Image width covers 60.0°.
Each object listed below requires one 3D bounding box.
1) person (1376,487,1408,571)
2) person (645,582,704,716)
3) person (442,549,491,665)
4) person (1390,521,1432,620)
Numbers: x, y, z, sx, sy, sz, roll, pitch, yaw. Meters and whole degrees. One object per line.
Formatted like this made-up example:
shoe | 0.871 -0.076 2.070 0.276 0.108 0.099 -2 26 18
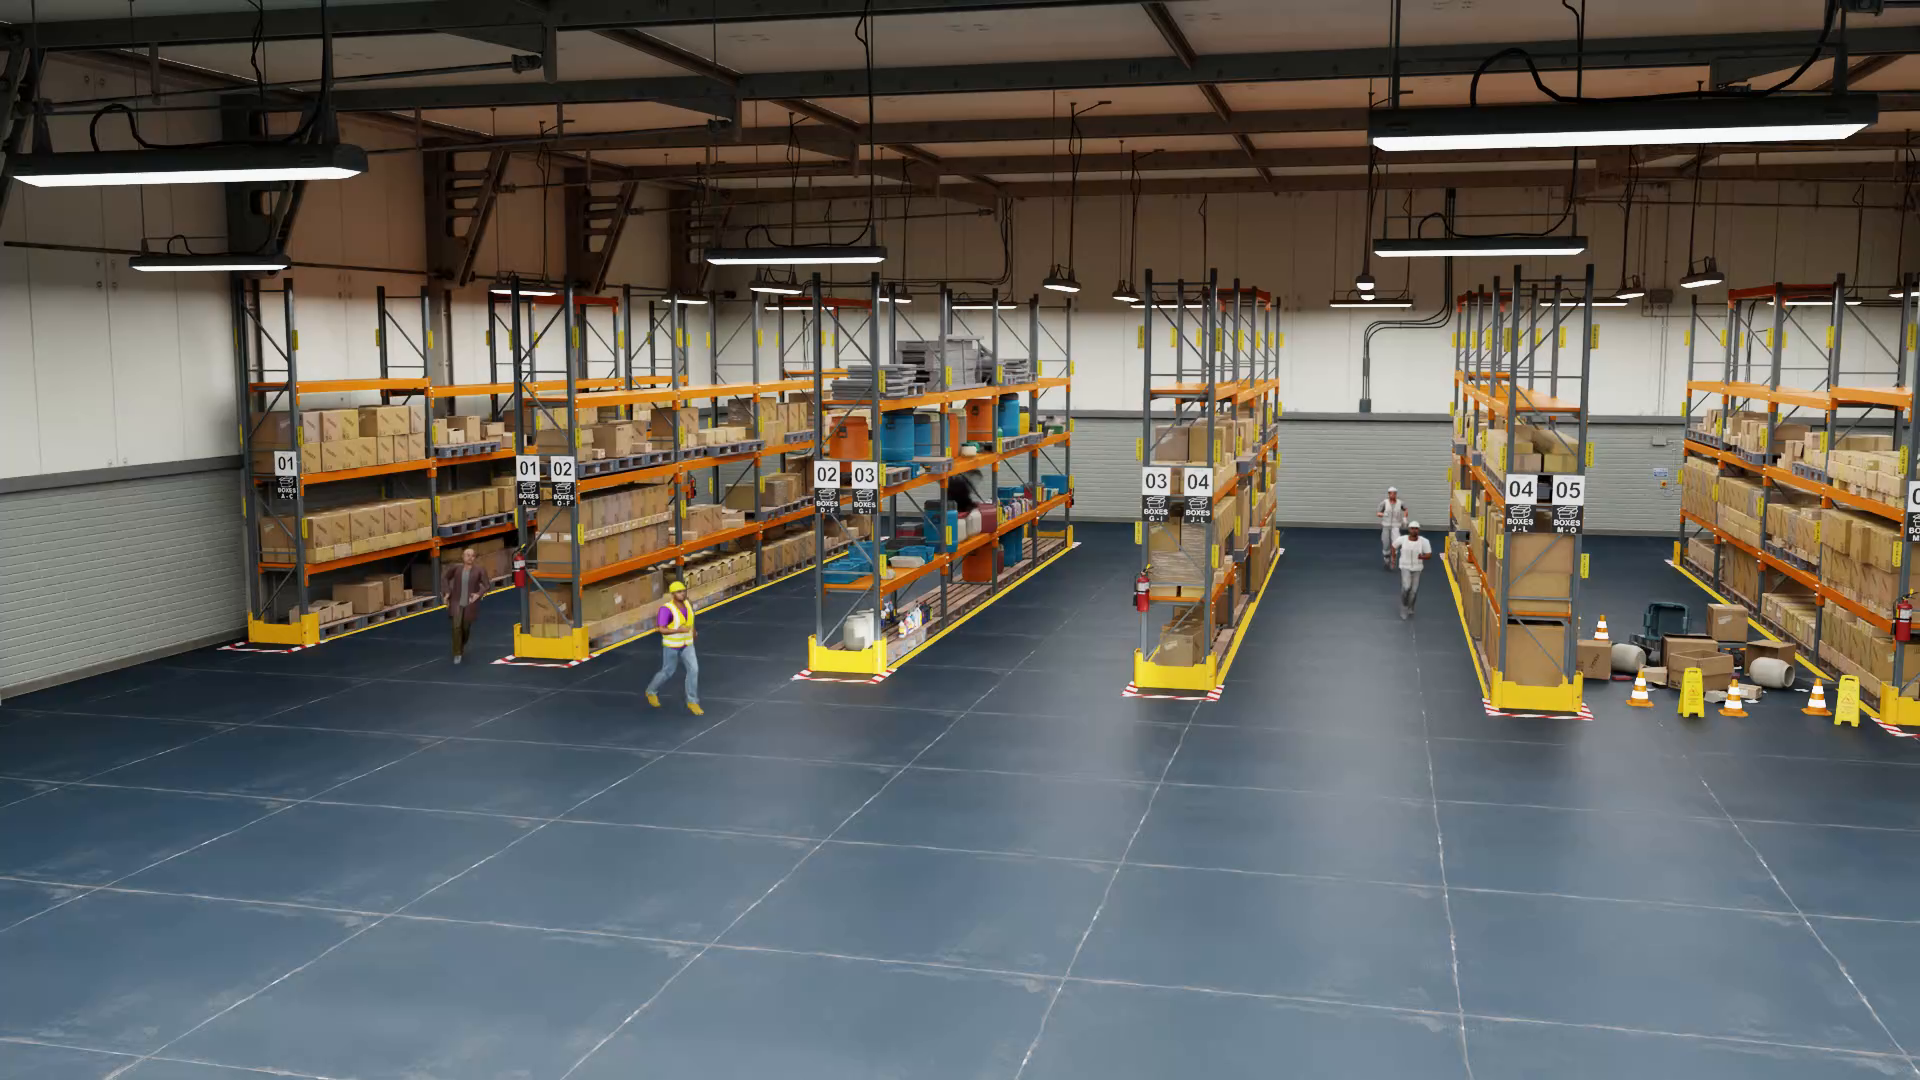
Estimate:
person | 9.450 -0.249 36.449 0.645 1.827 0.742 2 7 18
person | -3.835 1.443 22.431 0.940 1.806 0.711 6 9 42
person | -7.751 1.018 26.142 0.740 1.772 0.862 -2 7 -13
person | 8.126 0.544 29.930 0.685 1.785 0.692 1 7 6
